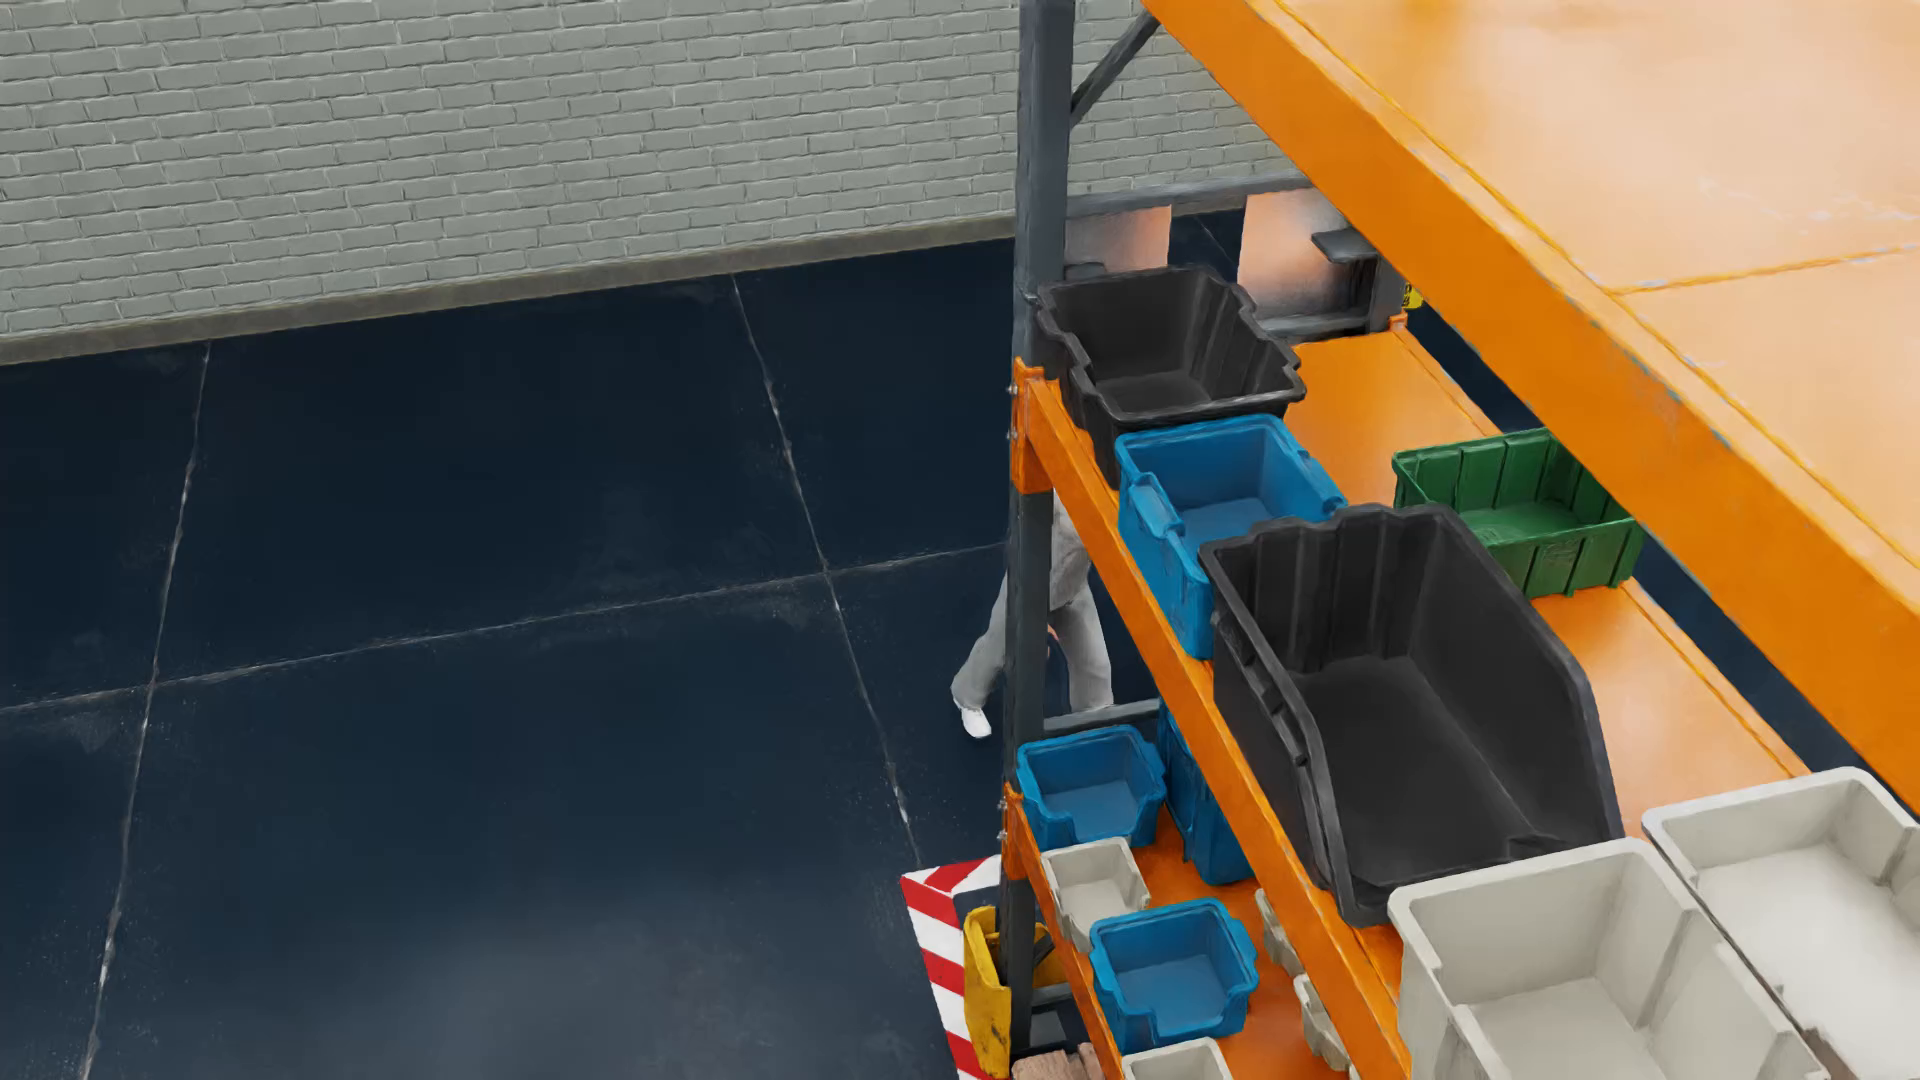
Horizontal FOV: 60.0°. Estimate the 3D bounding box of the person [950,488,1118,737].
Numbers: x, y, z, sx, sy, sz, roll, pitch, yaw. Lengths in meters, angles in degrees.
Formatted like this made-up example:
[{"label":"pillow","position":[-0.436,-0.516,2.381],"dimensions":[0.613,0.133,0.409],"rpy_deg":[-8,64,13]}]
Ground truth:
[{"label":"person","position":[0.395,0.225,6.462],"dimensions":[0.564,1.620,0.966],"rpy_deg":[-30,47,-32]}]
